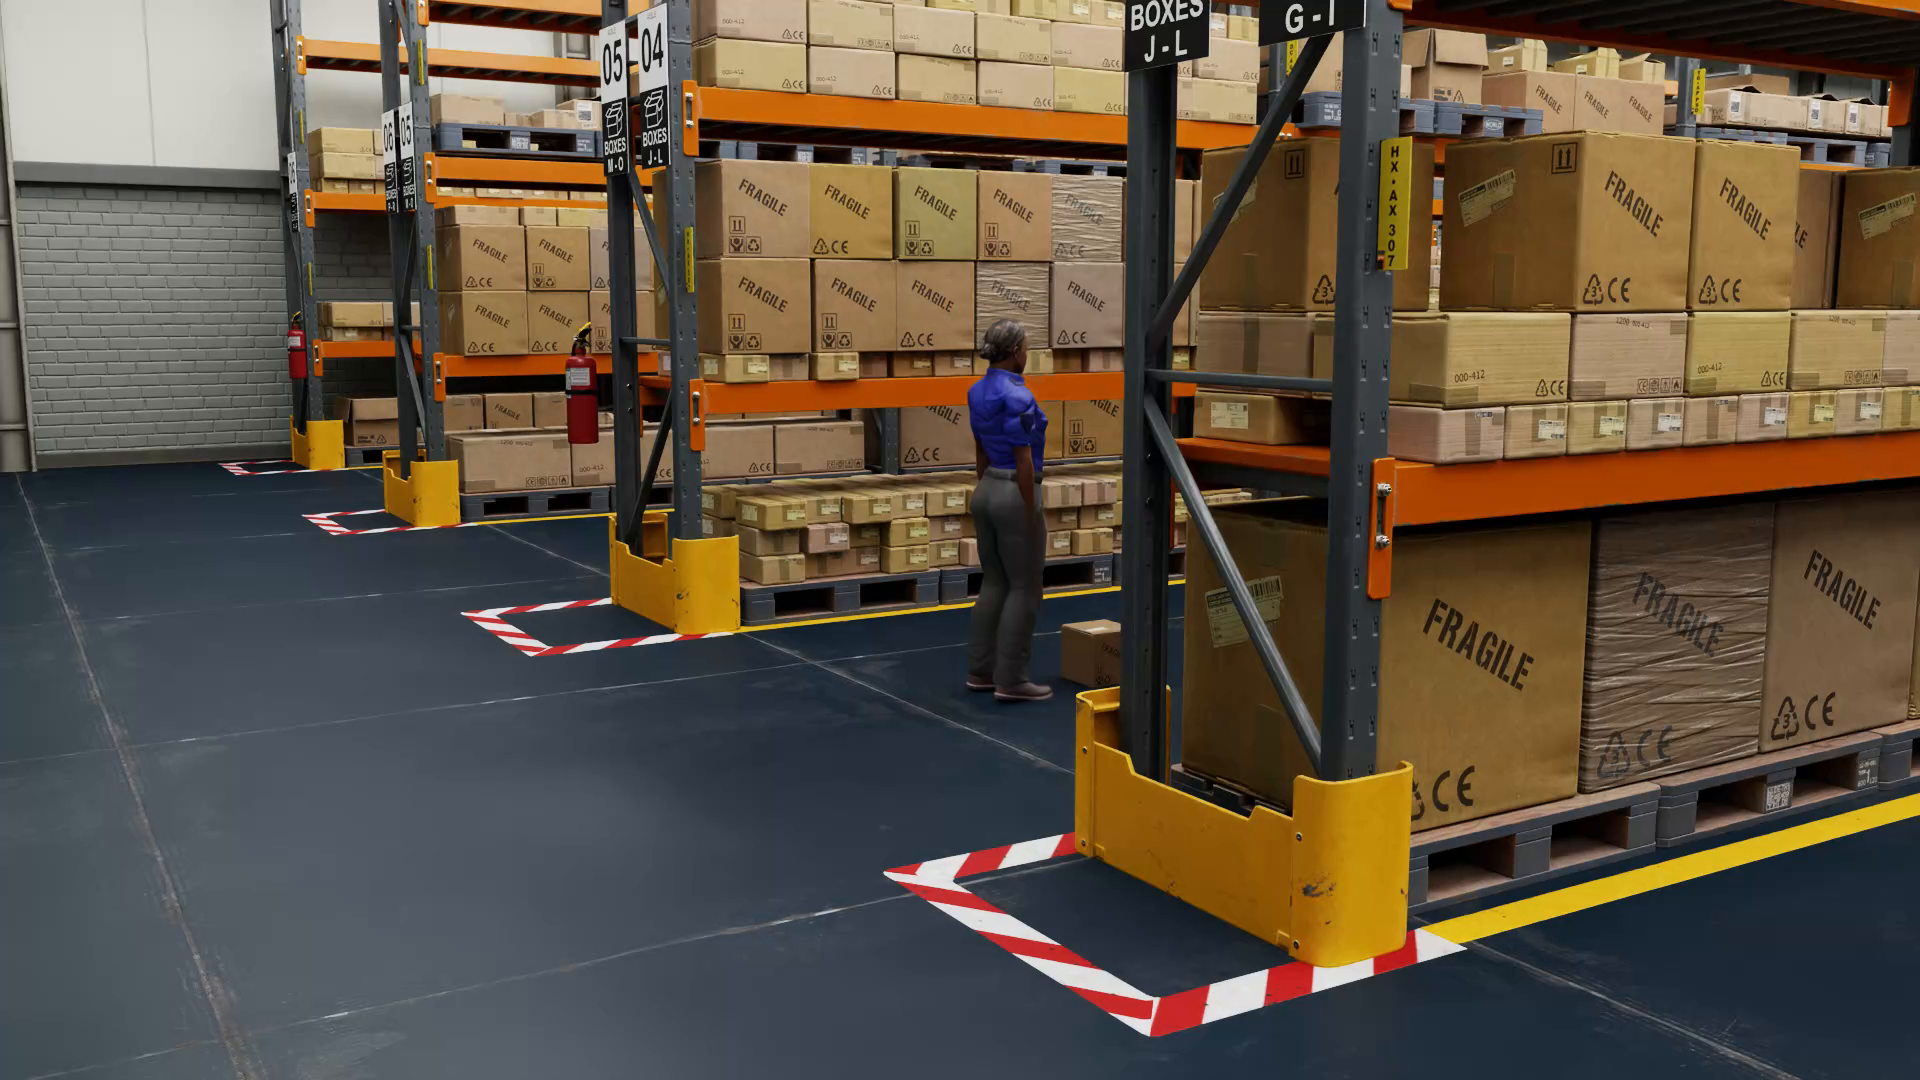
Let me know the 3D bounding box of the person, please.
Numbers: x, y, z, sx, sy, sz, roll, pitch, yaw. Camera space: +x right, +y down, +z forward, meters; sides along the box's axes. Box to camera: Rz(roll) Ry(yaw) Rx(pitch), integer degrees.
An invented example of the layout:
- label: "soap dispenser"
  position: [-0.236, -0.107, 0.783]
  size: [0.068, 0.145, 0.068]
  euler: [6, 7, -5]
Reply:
- label: "person"
  position: [0.207, -0.135, 7.315]
  size: [0.299, 1.663, 0.437]
  euler: [-5, 9, -29]
